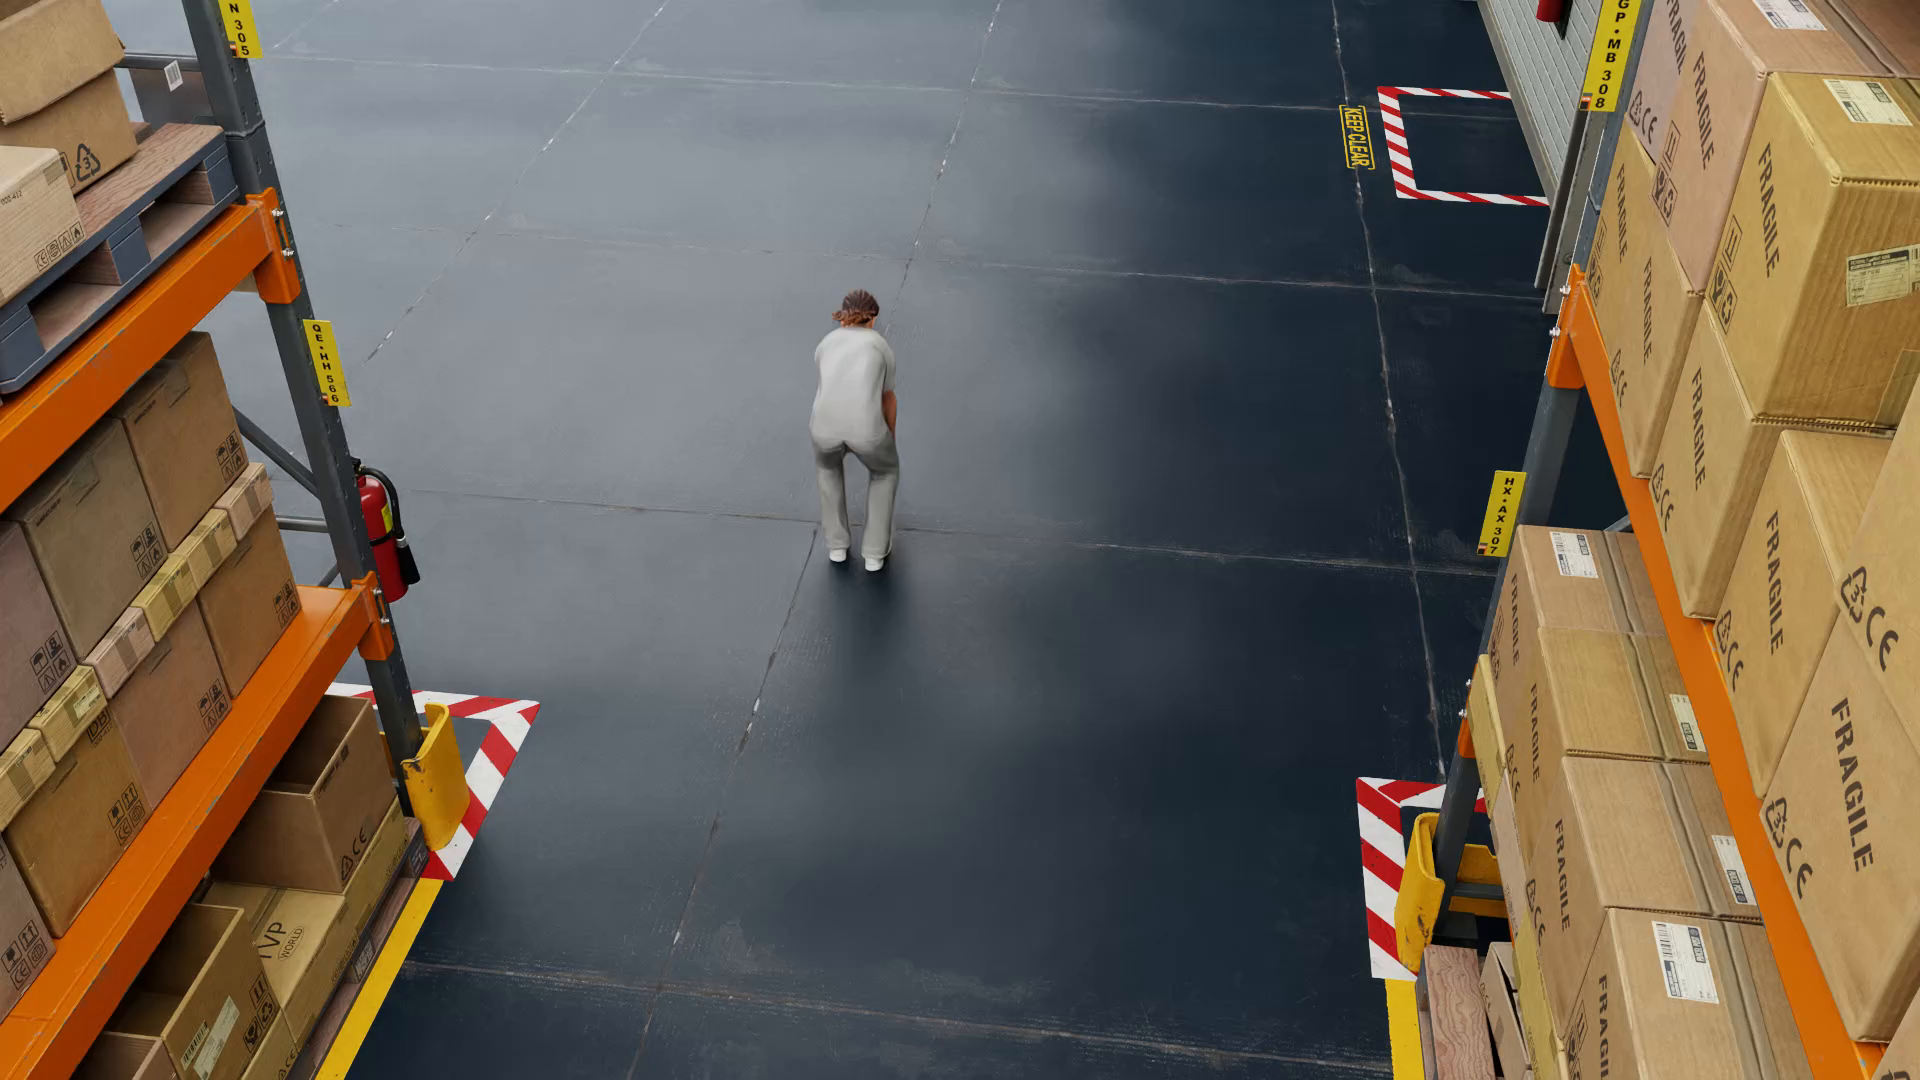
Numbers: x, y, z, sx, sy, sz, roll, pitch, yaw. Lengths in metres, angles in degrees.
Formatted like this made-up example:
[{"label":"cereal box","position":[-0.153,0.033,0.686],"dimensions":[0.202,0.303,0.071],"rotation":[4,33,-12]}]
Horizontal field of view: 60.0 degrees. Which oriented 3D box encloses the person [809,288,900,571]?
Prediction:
[{"label":"person","position":[-0.501,-0.530,8.153],"dimensions":[0.429,1.214,0.836],"rotation":[3,36,4]}]
